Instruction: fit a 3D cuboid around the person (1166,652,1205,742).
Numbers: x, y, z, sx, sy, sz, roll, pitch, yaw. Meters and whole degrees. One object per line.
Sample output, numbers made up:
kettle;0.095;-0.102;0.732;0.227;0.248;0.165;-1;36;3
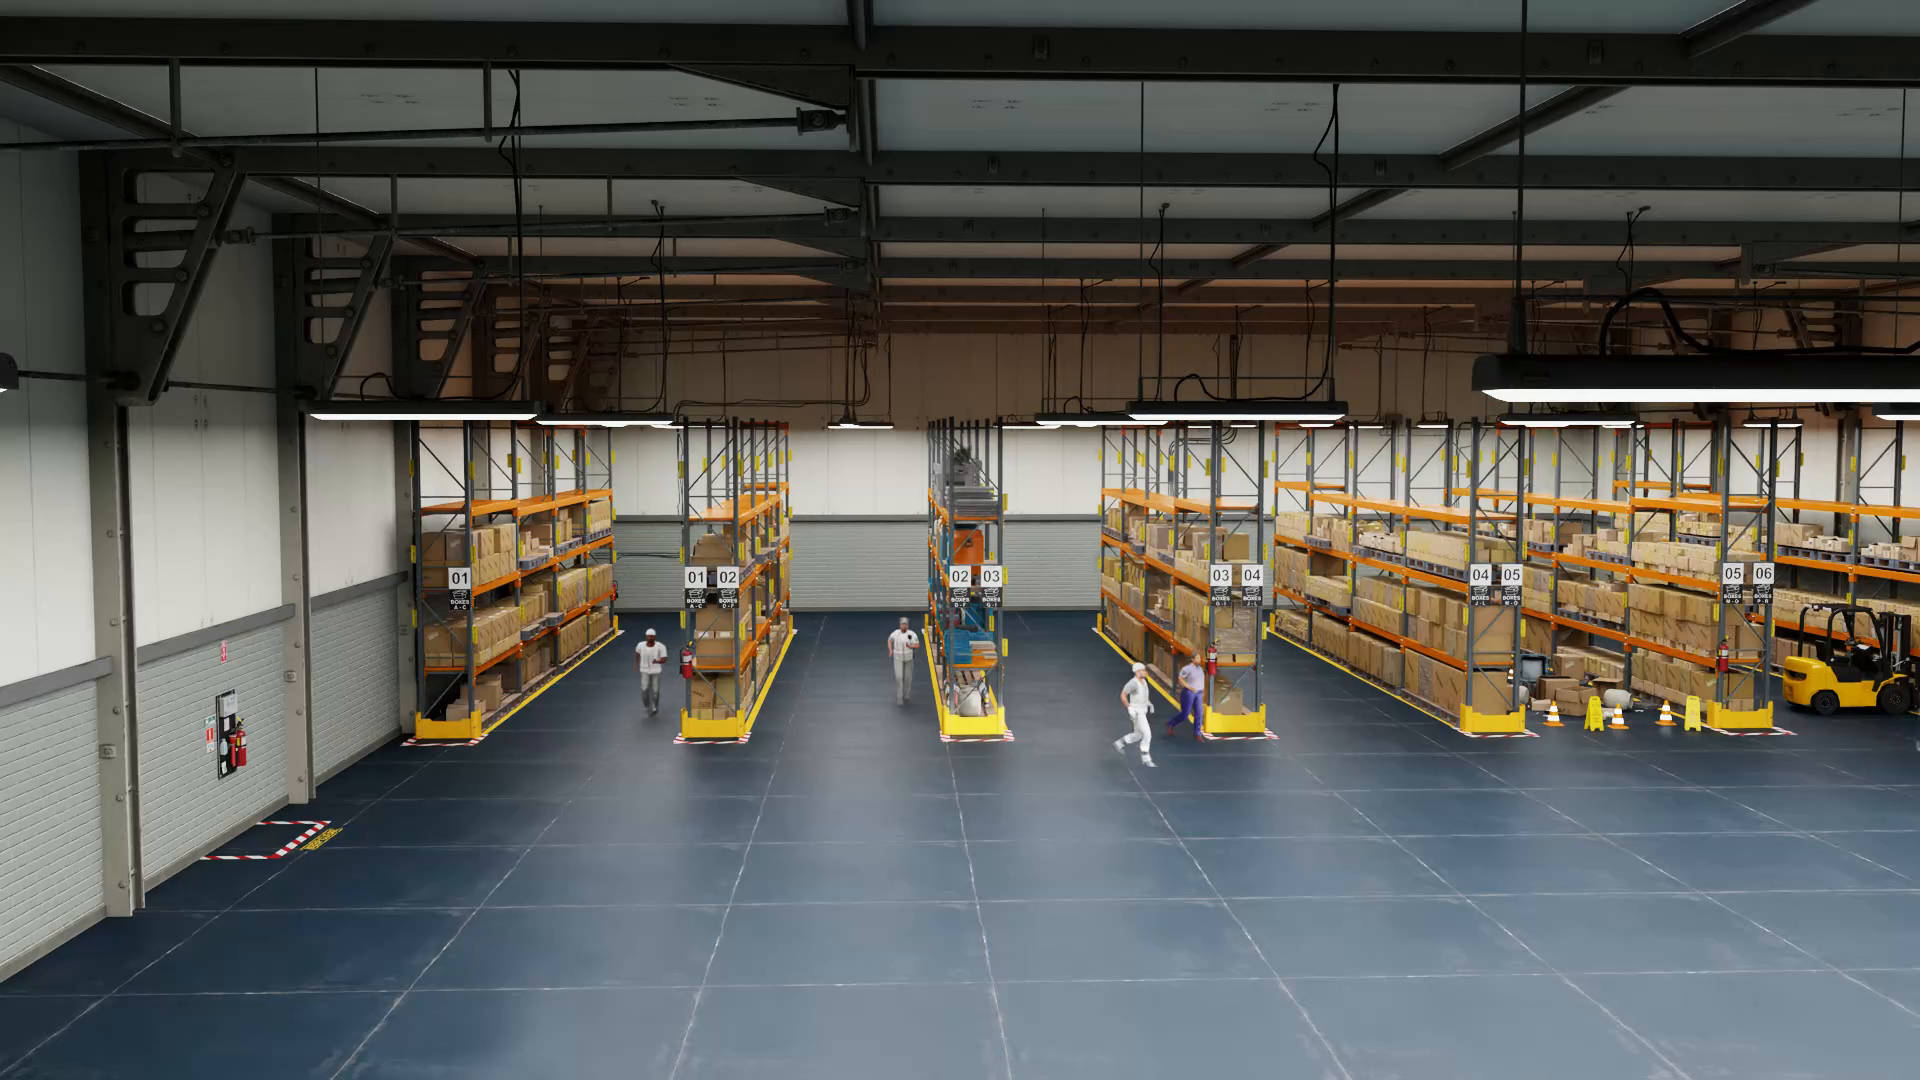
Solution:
person;4.332;2.902;30.908;0.684;1.602;0.905;-3;5;-35

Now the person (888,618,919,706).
person;-1.186;2.531;35.104;0.651;1.812;0.916;0;4;-5

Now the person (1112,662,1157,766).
person;3.004;2.998;28.620;0.863;1.807;0.675;2;4;28

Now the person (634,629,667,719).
person;-6.192;2.675;33.281;0.670;1.815;0.832;0;4;-5
